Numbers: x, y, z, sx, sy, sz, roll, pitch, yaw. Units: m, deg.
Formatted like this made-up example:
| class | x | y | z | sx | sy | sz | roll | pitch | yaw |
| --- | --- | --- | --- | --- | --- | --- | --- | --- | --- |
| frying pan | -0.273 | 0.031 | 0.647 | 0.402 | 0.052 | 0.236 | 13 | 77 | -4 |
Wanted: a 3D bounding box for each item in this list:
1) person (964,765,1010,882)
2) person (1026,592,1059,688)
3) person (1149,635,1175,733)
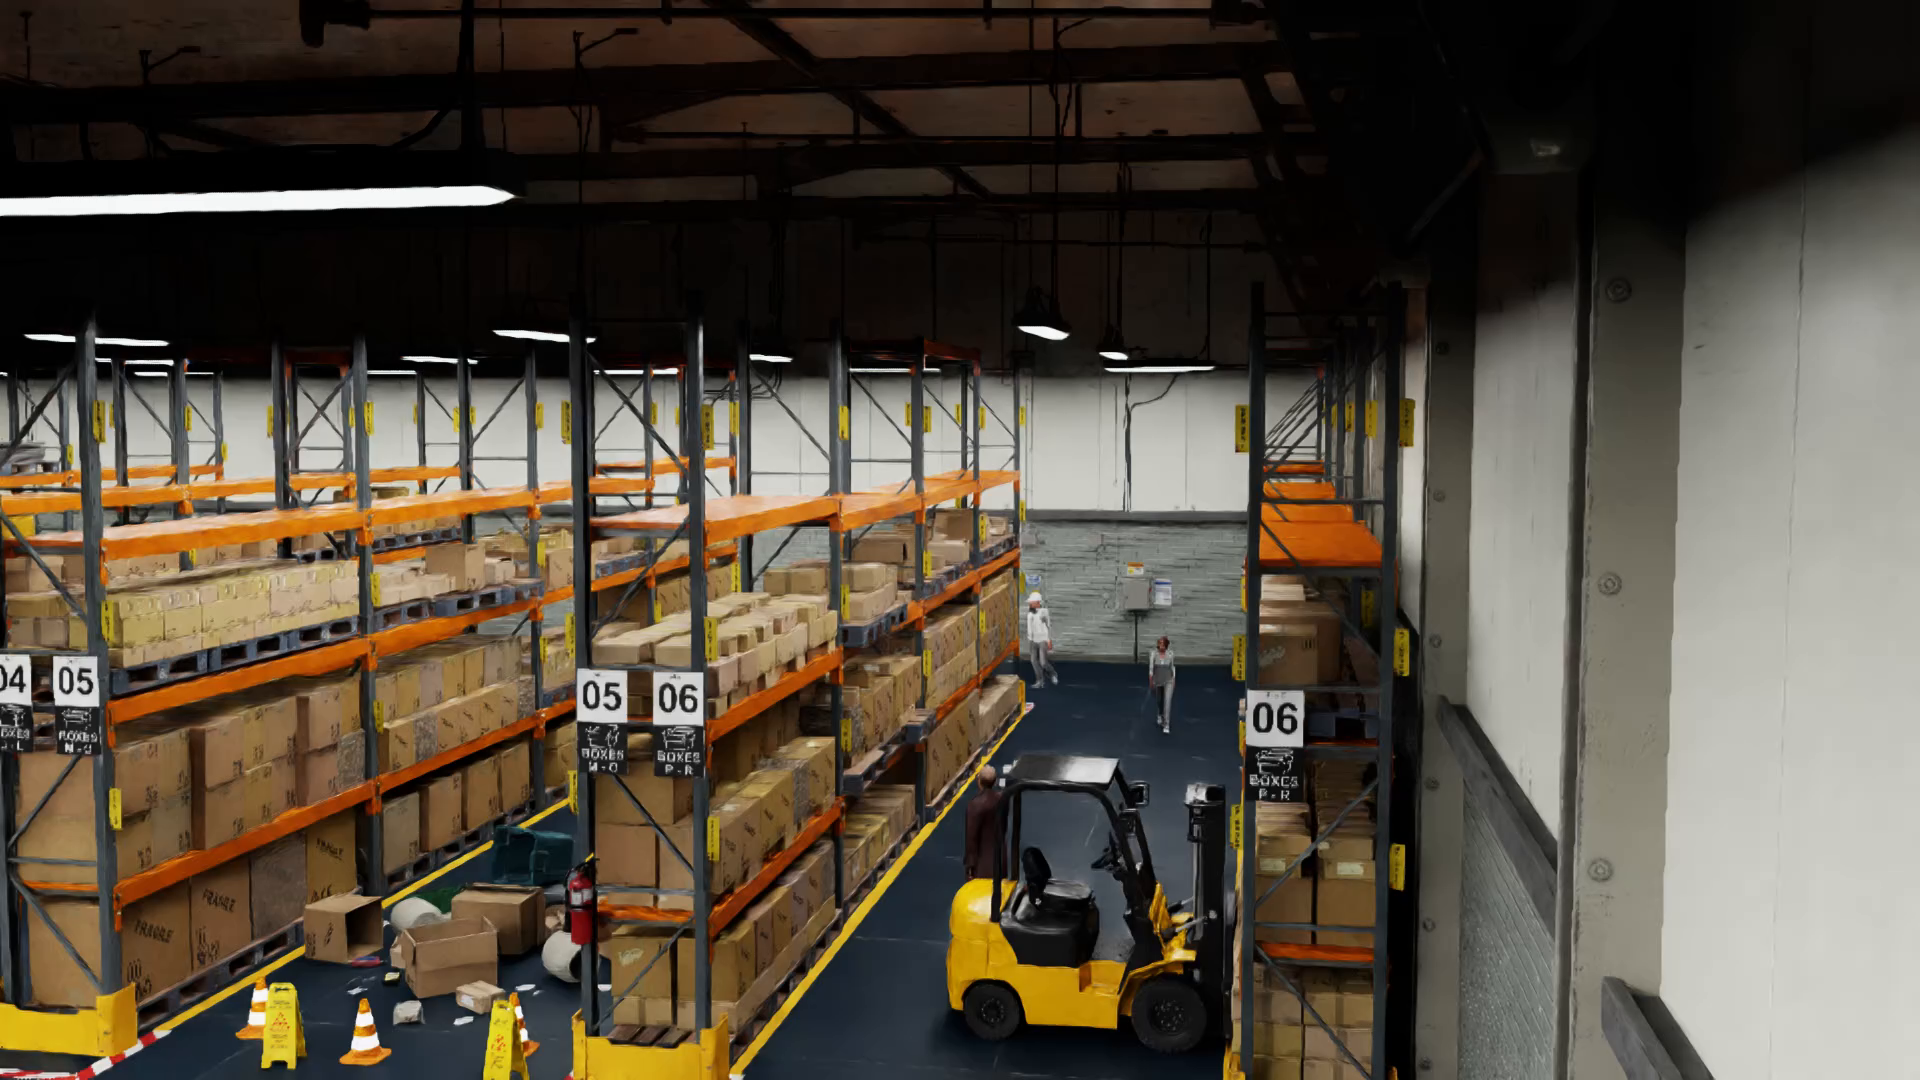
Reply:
| class | x | y | z | sx | sy | sz | roll | pitch | yaw |
| --- | --- | --- | --- | --- | --- | --- | --- | --- | --- |
| person | 0.200 | 3.000 | 15.679 | 0.556 | 1.781 | 0.631 | 4 | 6 | 39 |
| person | 1.503 | 1.834 | 30.522 | 0.564 | 1.764 | 0.587 | -4 | 6 | -43 |
| person | 3.216 | 2.263 | 26.503 | 0.417 | 1.517 | 1.037 | 1 | 5 | 13 |
